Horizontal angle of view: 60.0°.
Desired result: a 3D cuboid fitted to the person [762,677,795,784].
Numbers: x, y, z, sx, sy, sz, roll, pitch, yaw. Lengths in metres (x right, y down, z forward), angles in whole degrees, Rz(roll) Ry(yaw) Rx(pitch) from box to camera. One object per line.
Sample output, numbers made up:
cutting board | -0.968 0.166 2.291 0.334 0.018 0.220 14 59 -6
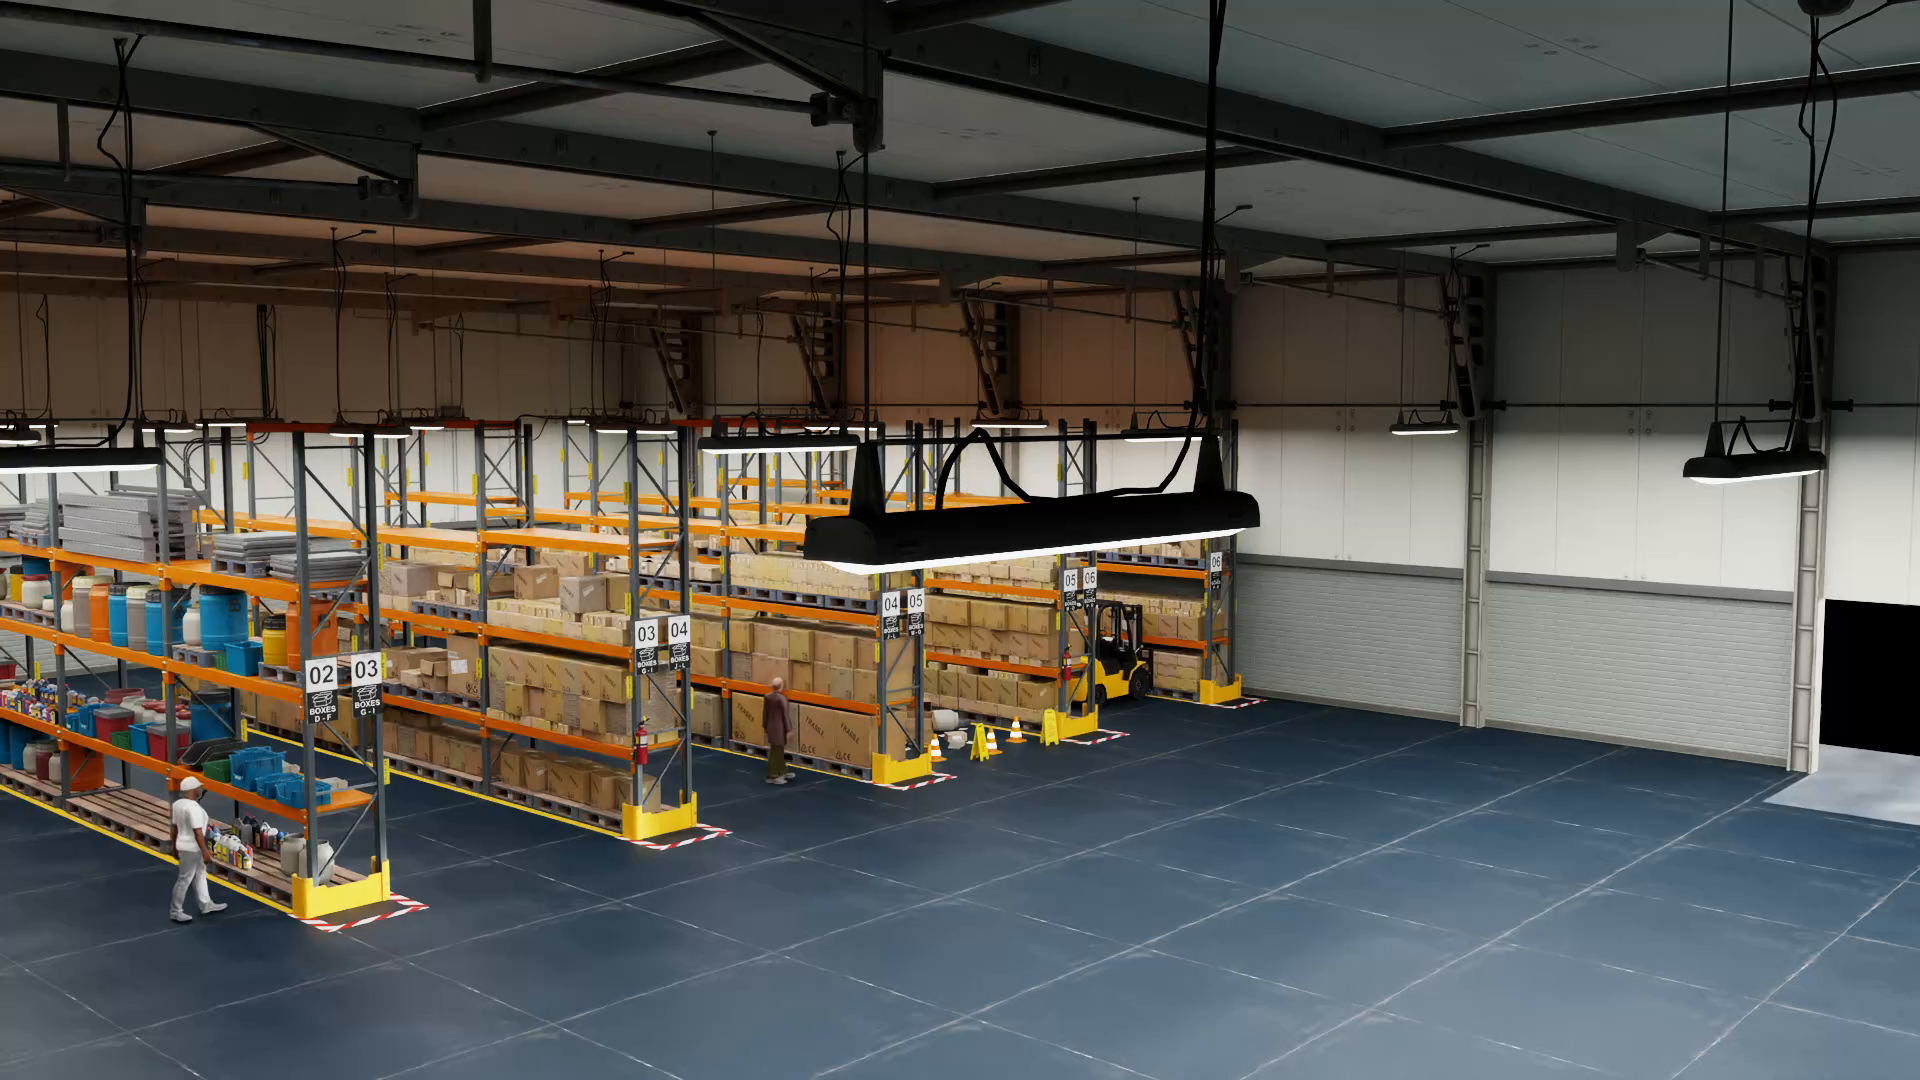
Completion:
person | -2.968 3.175 27.837 0.620 1.776 0.639 -2 5 -27

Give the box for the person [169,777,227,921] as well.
person | -9.399 3.786 20.456 0.654 1.757 0.549 -2 5 -24
